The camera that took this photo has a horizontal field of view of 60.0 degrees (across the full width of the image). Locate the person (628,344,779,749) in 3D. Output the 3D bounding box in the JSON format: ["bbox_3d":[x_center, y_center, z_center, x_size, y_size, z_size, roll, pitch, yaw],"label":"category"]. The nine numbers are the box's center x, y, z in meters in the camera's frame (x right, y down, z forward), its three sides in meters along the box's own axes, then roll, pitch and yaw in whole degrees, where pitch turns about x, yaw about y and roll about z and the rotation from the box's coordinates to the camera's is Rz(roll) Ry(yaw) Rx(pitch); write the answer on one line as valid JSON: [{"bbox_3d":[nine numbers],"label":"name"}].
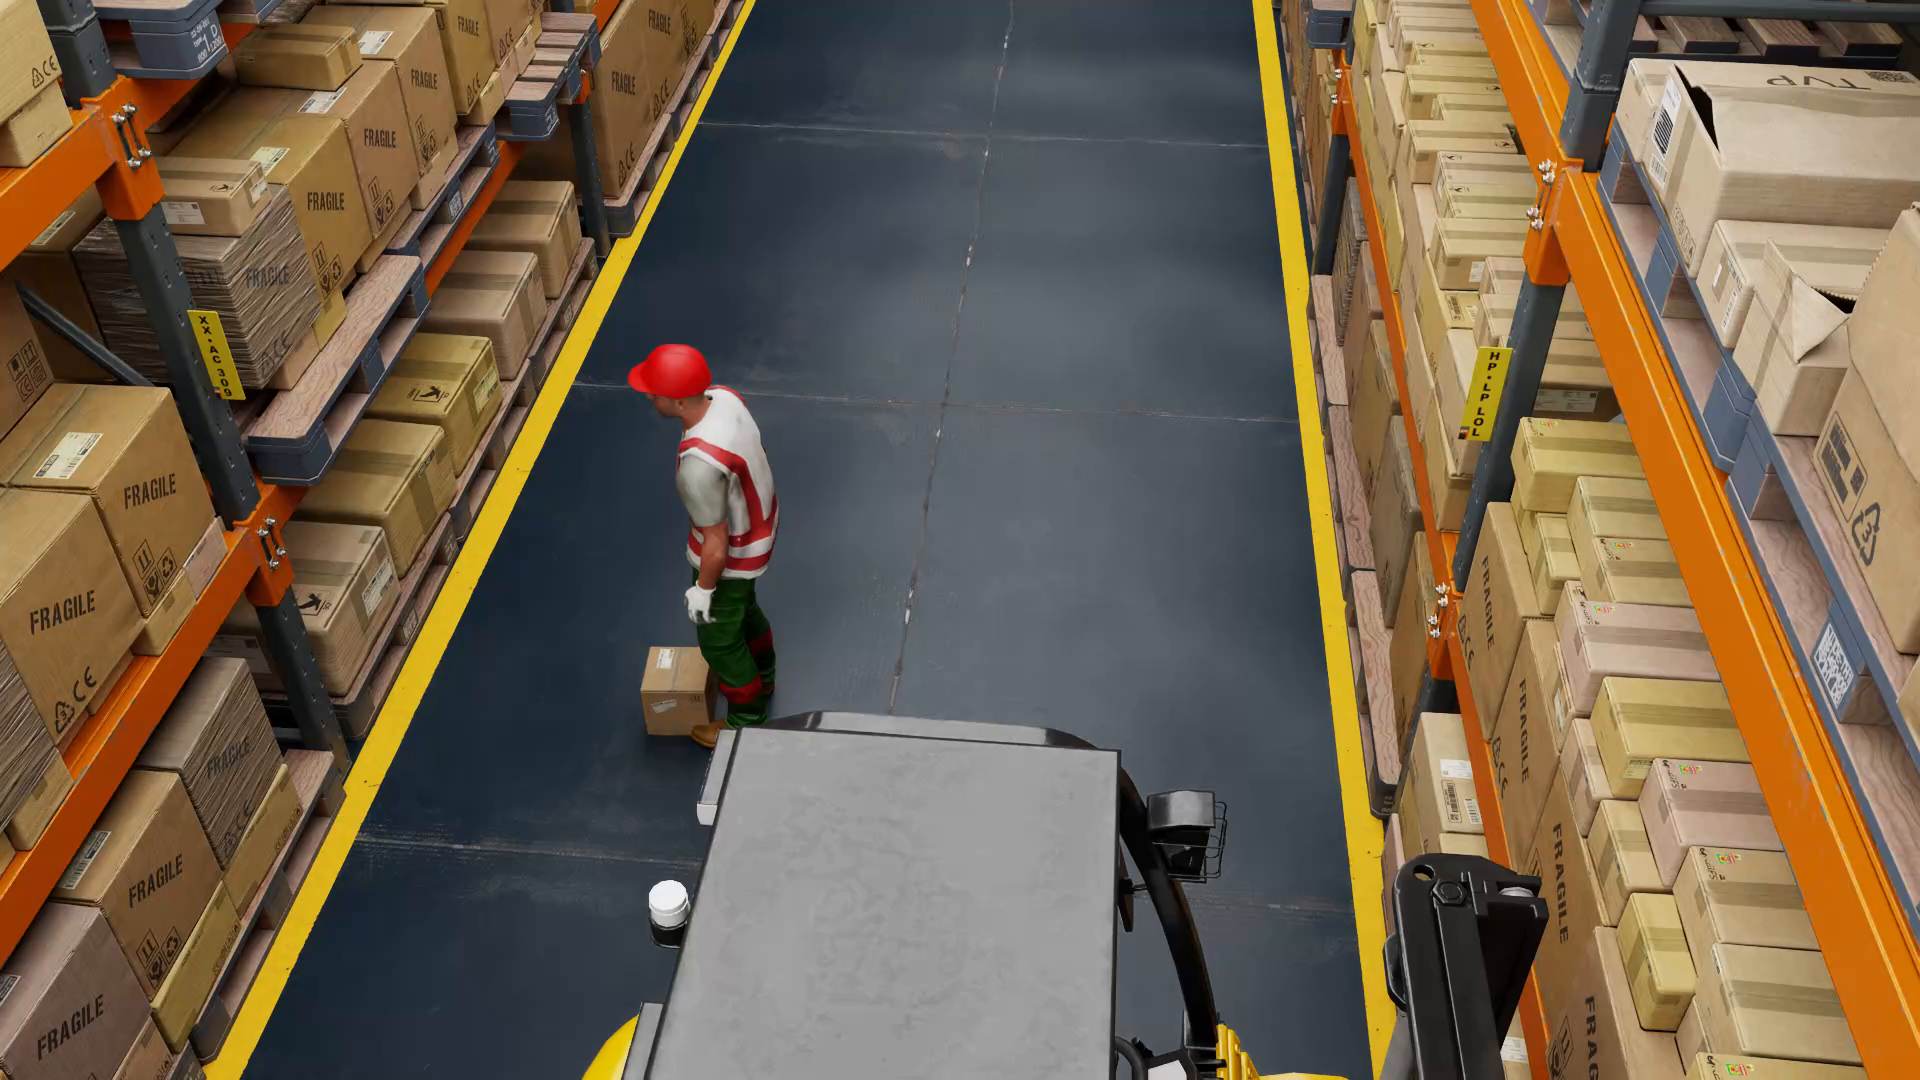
[{"bbox_3d":[-0.891,0.030,6.109,0.456,1.778,0.617,3,40,3],"label":"person"}]
